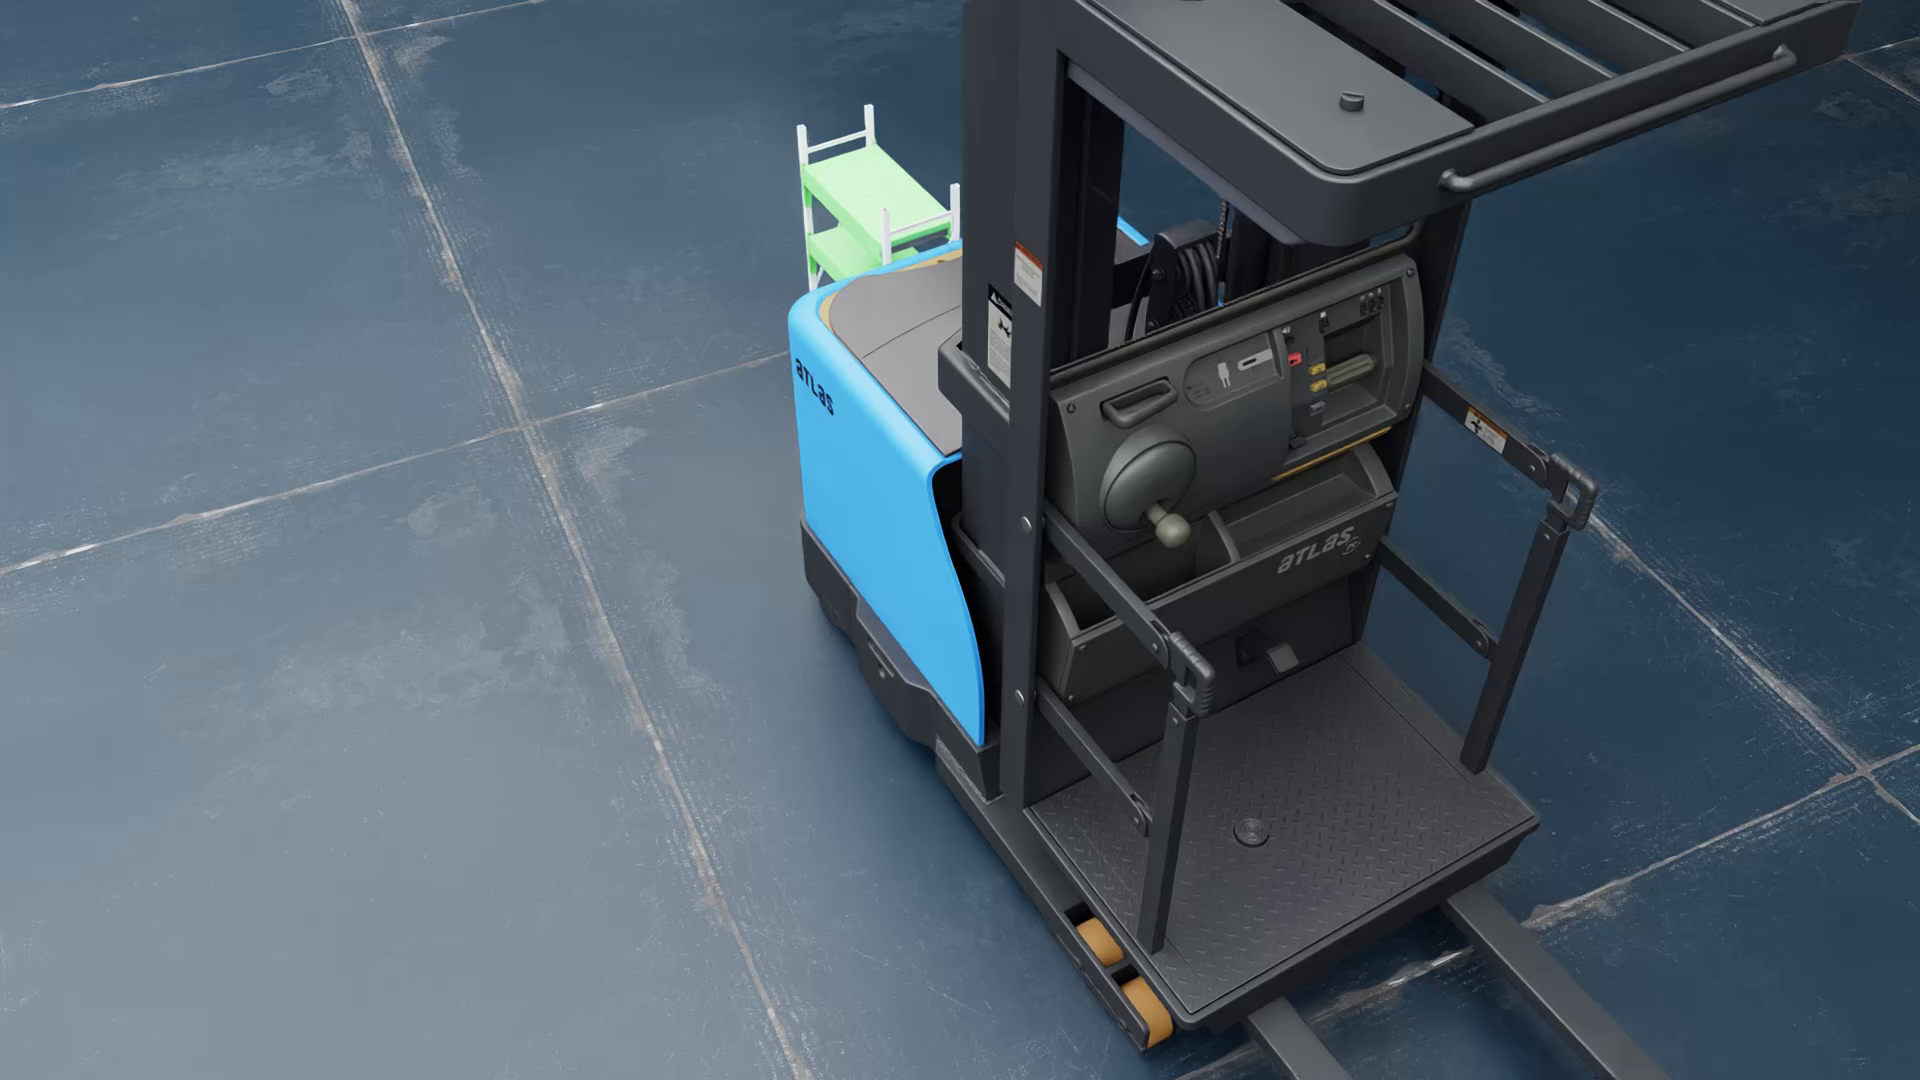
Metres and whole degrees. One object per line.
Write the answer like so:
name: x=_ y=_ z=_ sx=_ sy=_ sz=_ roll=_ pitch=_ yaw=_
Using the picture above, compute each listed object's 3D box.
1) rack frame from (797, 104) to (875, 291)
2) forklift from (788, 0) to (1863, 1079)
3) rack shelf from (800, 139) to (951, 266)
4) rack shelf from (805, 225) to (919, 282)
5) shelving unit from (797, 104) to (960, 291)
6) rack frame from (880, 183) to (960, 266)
rack frame: x=-0.358 y=-0.790 z=5.196 sx=0.240 sy=1.200 sz=0.015 roll=-23 pitch=49 yaw=-22
forklift: x=0.720 y=-0.202 z=3.368 sx=1.130 sy=2.935 sz=3.031 roll=-23 pitch=49 yaw=-22
rack shelf: x=-0.232 y=-0.939 z=4.755 sx=0.258 sy=0.148 sz=0.480 roll=-23 pitch=49 yaw=-22
rack shelf: x=-0.232 y=-0.768 z=4.923 sx=0.258 sy=0.148 sz=0.480 roll=-23 pitch=49 yaw=-22
shelving unit: x=-0.232 y=-0.643 z=5.047 sx=0.258 sy=1.200 sz=0.503 roll=-23 pitch=49 yaw=-22
rack frame: x=-0.106 y=-0.496 z=4.898 sx=0.240 sy=1.200 sz=0.015 roll=-23 pitch=49 yaw=-22
